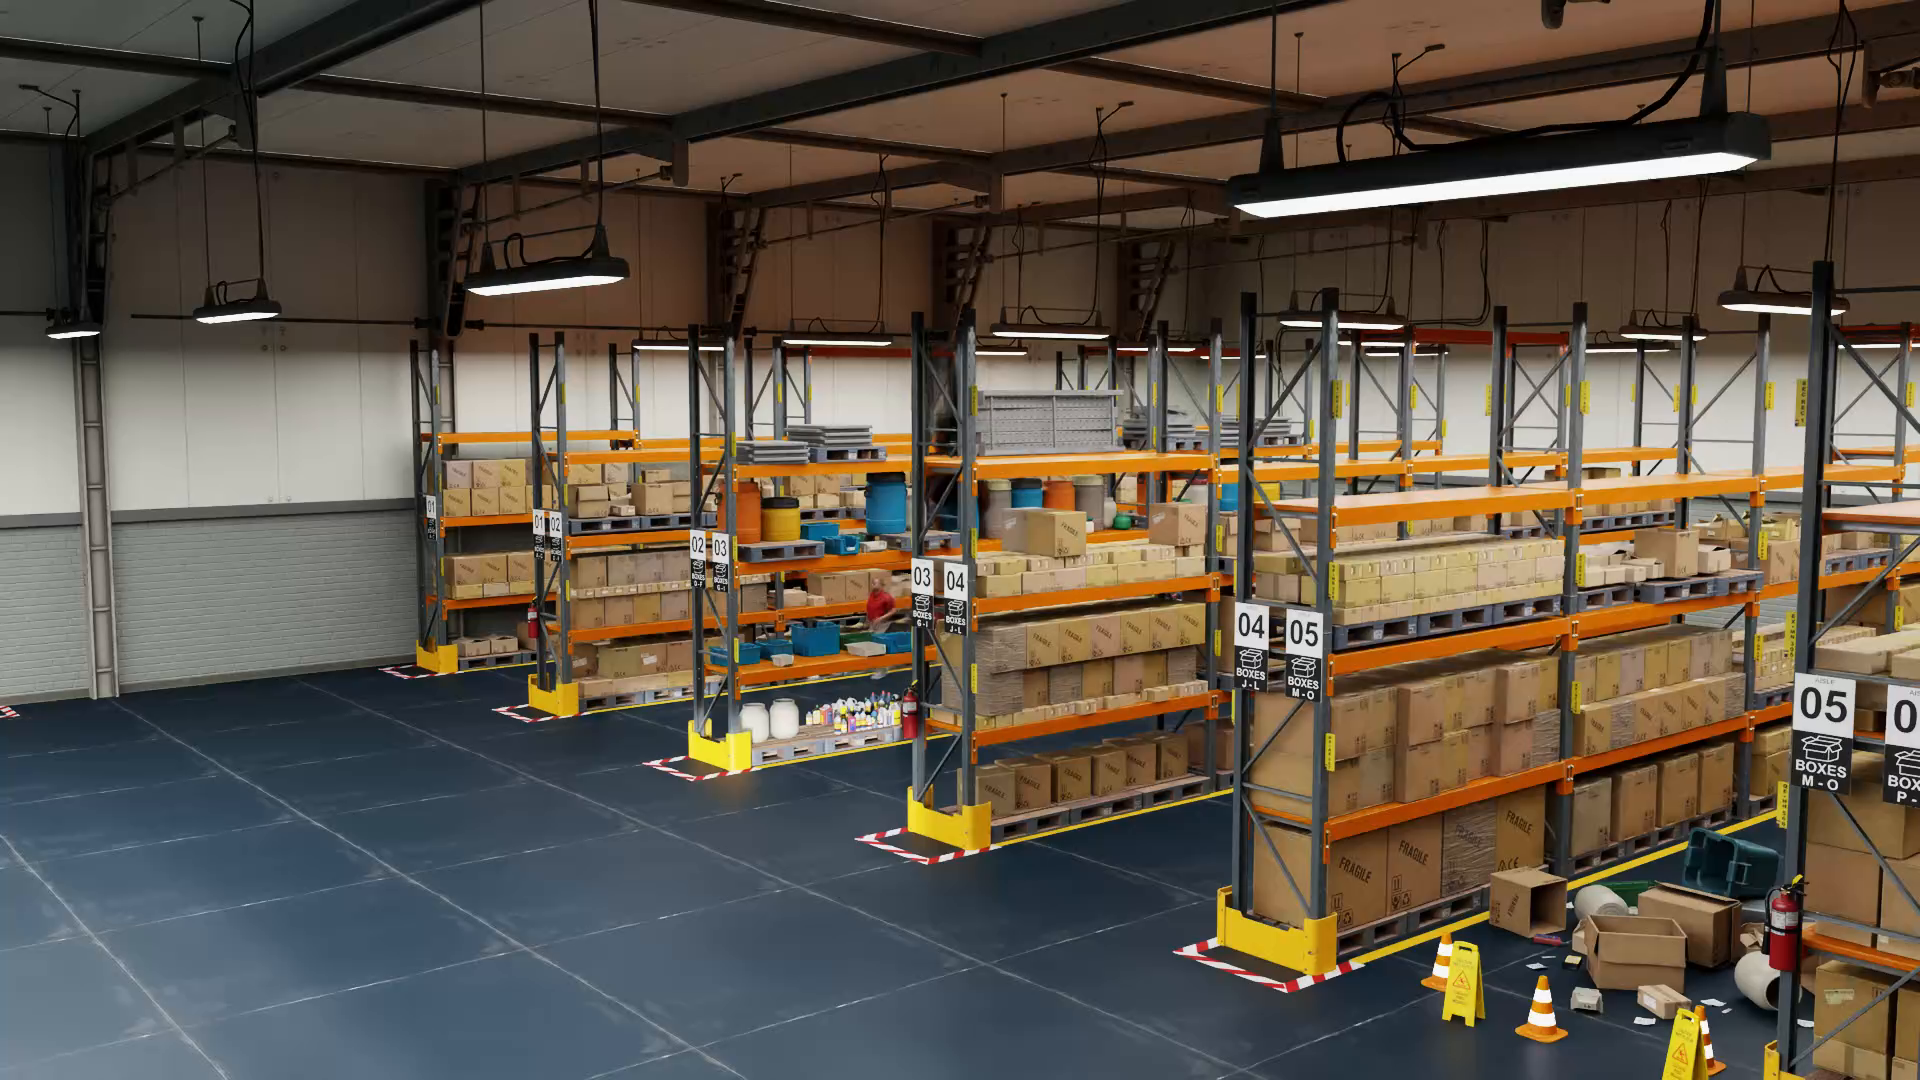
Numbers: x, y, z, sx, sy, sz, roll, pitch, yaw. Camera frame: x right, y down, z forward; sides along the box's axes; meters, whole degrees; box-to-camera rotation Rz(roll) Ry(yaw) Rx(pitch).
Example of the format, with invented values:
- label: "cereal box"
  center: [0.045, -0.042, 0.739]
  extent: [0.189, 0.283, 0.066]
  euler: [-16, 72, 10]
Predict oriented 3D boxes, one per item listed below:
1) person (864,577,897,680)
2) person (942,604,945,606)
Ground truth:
- label: "person"
  center: [-1.346, 1.477, 27.767]
  extent: [0.653, 1.709, 0.595]
  euler: [5, 7, 43]
- label: "person"
  center: [-0.189, 1.086, 34.412]
  extent: [0.962, 1.784, 0.716]
  euler: [-5, 7, -42]
